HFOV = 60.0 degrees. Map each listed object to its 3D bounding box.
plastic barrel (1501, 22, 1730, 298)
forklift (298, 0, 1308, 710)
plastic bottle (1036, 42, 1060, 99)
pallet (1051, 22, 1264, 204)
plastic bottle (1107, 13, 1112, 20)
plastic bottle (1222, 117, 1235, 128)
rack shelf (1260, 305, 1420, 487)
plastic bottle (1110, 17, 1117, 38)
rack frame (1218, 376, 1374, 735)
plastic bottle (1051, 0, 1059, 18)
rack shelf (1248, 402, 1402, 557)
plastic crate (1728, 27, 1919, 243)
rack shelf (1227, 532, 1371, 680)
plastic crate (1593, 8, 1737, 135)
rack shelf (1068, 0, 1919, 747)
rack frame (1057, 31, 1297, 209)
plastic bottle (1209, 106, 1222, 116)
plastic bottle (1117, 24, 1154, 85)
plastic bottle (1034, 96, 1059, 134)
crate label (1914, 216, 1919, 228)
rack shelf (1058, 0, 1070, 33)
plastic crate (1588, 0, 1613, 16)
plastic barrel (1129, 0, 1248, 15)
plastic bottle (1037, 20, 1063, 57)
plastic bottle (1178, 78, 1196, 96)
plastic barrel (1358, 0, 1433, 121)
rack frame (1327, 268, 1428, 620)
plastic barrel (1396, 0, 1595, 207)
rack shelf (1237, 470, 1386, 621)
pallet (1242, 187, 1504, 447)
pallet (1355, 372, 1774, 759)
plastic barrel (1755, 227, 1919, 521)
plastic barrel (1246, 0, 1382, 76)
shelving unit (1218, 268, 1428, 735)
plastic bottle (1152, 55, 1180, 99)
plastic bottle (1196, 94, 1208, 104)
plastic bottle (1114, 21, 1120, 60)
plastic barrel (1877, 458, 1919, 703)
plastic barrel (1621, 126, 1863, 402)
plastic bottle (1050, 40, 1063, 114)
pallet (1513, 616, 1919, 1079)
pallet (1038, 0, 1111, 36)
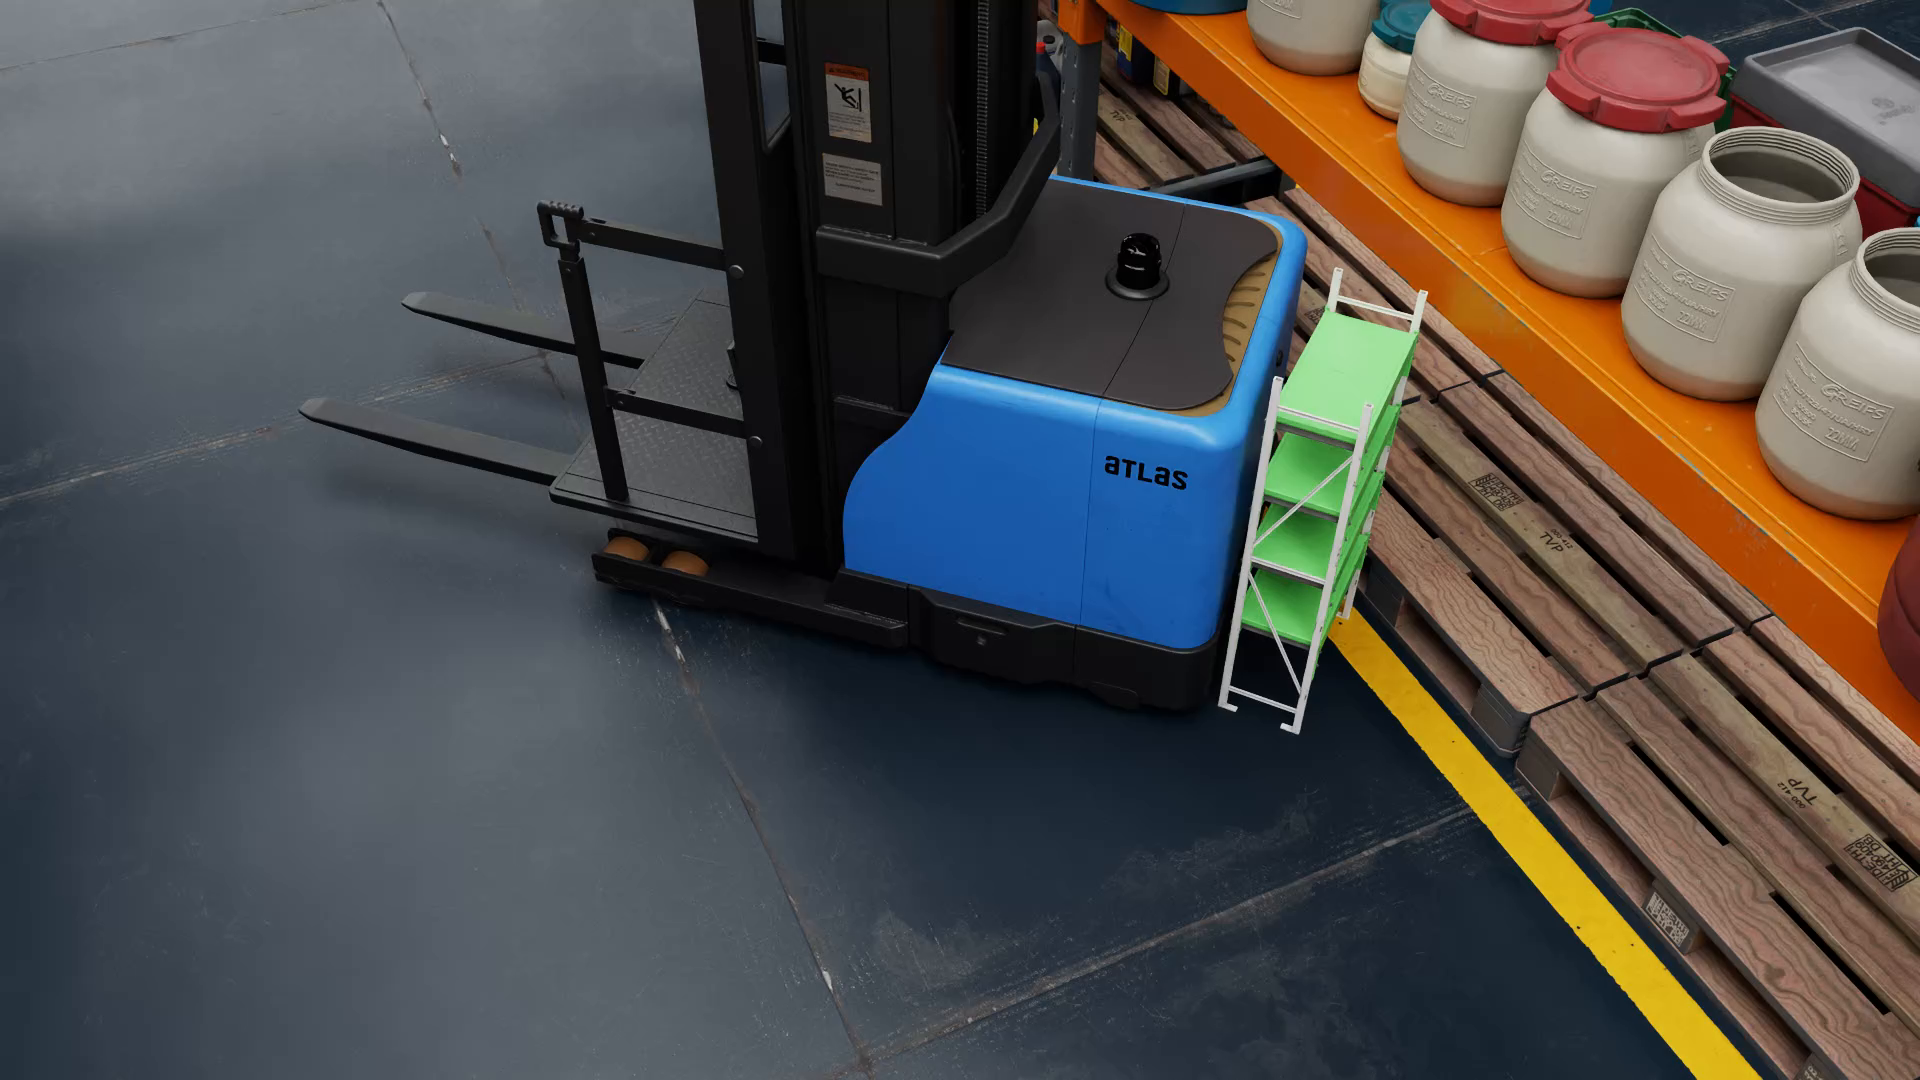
[{"bbox_3d":[1.525,-0.878,3.907,0.433,0.535,0.433,0,45,0],"label":"plastic barrel"},{"bbox_3d":[-0.593,-1.184,4.363,3.031,2.935,1.130,13,46,13],"label":"forklift"},{"bbox_3d":[0.299,-1.786,6.497,0.144,0.351,0.185,-19,48,-18],"label":"plastic bottle"},{"bbox_3d":[0.586,-1.695,6.817,1.003,0.211,1.213,-18,47,-17],"label":"pallet"},{"bbox_3d":[0.691,-2.352,7.177,0.097,0.201,0.097,0,45,0],"label":"plastic bottle"},{"bbox_3d":[1.095,-1.765,6.532,0.097,0.271,0.097,0,45,0],"label":"plastic bottle"},{"bbox_3d":[0.957,-0.370,4.178,0.258,0.148,0.480,19,48,18],"label":"rack shelf"},{"bbox_3d":[0.693,-2.272,7.047,0.097,0.271,0.097,0,45,0],"label":"plastic bottle"},{"bbox_3d":[0.851,0.081,4.314,0.240,1.200,0.015,19,48,18],"label":"rack frame"},{"bbox_3d":[0.486,-2.402,7.175,0.152,0.276,0.135,-18,47,-17],"label":"plastic bottle"},{"bbox_3d":[0.957,-0.199,4.346,0.258,0.148,0.480,19,48,18],"label":"rack shelf"},{"bbox_3d":[2.111,-0.841,3.921,0.402,0.464,0.583,-18,47,-17],"label":"plastic crate"},{"bbox_3d":[0.957,0.143,4.684,0.258,0.148,0.480,19,48,18],"label":"rack shelf"},{"bbox_3d":[1.819,-1.145,4.426,0.450,0.188,0.662,-18,47,-17],"label":"plastic crate"},{"bbox_3d":[1.672,-0.716,4.353,1.077,0.370,4.000,-18,47,-17],"label":"rack shelf"},{"bbox_3d":[0.831,-2.247,5.392,1.000,3.000,0.127,-18,47,-17],"label":"rack frame"},{"bbox_3d":[1.052,-1.805,6.622,0.097,0.201,0.097,0,45,0],"label":"plastic bottle"},{"bbox_3d":[0.737,-2.055,6.770,0.144,0.351,0.185,-18,47,-17],"label":"plastic bottle"},{"bbox_3d":[0.329,-1.646,6.403,0.061,0.283,0.133,-16,47,-15],"label":"plastic bottle"},{"bbox_3d":[2.340,-0.424,3.518,0.502,0.435,0.616,-18,47,-17],"label":"crate label"},{"bbox_3d":[-0.010,-3.265,6.936,1.077,0.370,4.000,-18,47,-17],"label":"rack shelf"},{"bbox_3d":[1.577,-1.630,4.778,0.392,0.384,0.575,-18,47,-17],"label":"plastic crate"},{"bbox_3d":[0.718,-2.090,4.875,0.600,0.901,0.708,-18,47,-17],"label":"plastic barrel"},{"bbox_3d":[0.342,-1.941,6.708,0.152,0.276,0.135,-18,47,-17],"label":"plastic bottle"},{"bbox_3d":[0.934,-1.965,6.731,0.152,0.276,0.135,-16,47,-16],"label":"plastic bottle"},{"bbox_3d":[1.248,-1.309,4.539,0.301,0.262,0.301,0,45,0],"label":"plastic barrel"},{"bbox_3d":[1.064,-0.228,4.626,0.240,1.200,0.015,19,48,18],"label":"rack frame"},{"bbox_3d":[1.343,-1.153,4.186,0.433,0.535,0.433,0,45,0],"label":"plastic barrel"},{"bbox_3d":[0.957,-0.028,4.515,0.258,0.148,0.480,19,48,18],"label":"rack shelf"},{"bbox_3d":[1.196,-0.765,5.875,1.003,0.211,1.213,-18,47,-17],"label":"pallet"},{"bbox_3d":[1.713,0.013,5.086,1.003,0.211,1.213,-18,47,-17],"label":"pallet"},{"bbox_3d":[1.886,-0.330,3.369,0.421,0.512,0.421,0,45,0],"label":"plastic barrel"},{"bbox_3d":[1.034,-1.621,4.660,0.433,0.535,0.433,0,45,0],"label":"plastic barrel"},{"bbox_3d":[0.957,-0.073,4.470,0.258,1.200,0.503,19,48,18],"label":"shelving unit"},{"bbox_3d":[0.837,-1.935,6.696,0.061,0.283,0.133,-18,47,-17],"label":"plastic bottle"},{"bbox_3d":[1.009,-1.870,6.688,0.097,0.201,0.097,0,45,0],"label":"plastic bottle"},{"bbox_3d":[0.697,-2.126,6.898,0.097,0.271,0.097,0,45,0],"label":"plastic bottle"},{"bbox_3d":[2.043,0.047,2.969,0.600,0.536,0.708,-18,47,-17],"label":"plastic barrel"},{"bbox_3d":[1.709,-0.599,3.641,0.421,0.512,0.421,0,45,0],"label":"plastic barrel"},{"bbox_3d":[0.429,-1.828,6.540,0.144,0.351,0.185,-18,47,-17],"label":"plastic bottle"},{"bbox_3d":[2.222,0.790,4.300,1.003,0.211,1.213,-18,47,-17],"label":"pallet"},{"bbox_3d":[0.069,-2.473,7.606,1.003,0.211,1.213,-18,47,-17],"label":"pallet"}]
